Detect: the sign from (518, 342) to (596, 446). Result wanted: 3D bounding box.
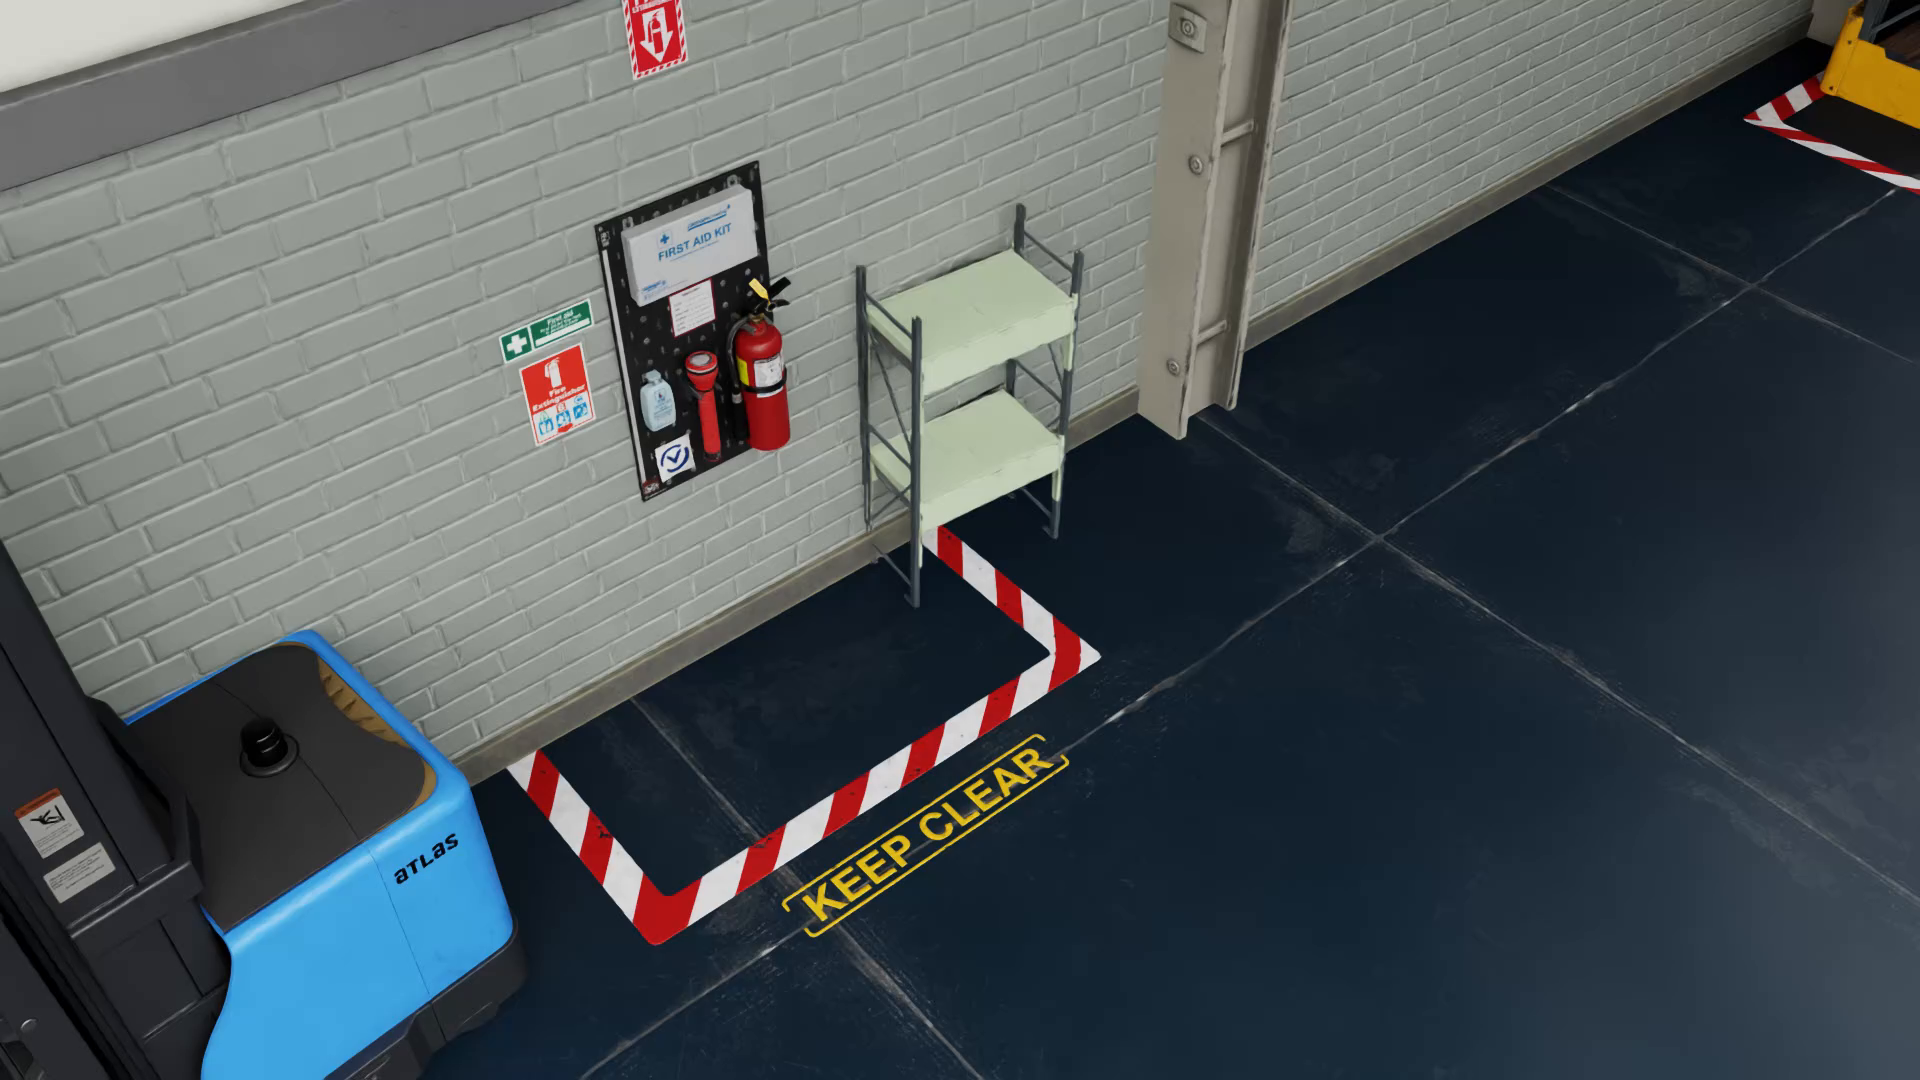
[{"bbox_3d":[-1.340,-0.484,5.548,0.234,0.329,0.001,-30,51,-28],"label":"sign"}]

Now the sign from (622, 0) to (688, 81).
[{"bbox_3d":[-0.920,-1.553,5.020,0.199,0.298,0.001,-30,51,-28],"label":"sign"}]

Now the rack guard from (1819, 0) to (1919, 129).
[{"bbox_3d":[5.749,-2.721,9.782,0.348,0.500,1.175,-30,51,-28],"label":"rack guard"}]

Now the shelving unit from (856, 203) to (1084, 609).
[{"bbox_3d":[0.023,-0.507,6.687,0.755,1.500,0.431,-26,51,-25],"label":"shelving unit"}]

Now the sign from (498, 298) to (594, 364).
[{"bbox_3d":[-1.331,-0.674,5.364,0.331,0.109,0.001,-30,51,-28],"label":"sign"}]

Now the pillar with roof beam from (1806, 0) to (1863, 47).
[{"bbox_3d":[8.435,-4.287,5.241,0.400,9.000,9.100,-30,51,-28],"label":"pillar with roof beam"}]

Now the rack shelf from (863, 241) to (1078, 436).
[{"bbox_3d":[0.032,-0.783,6.411,0.720,0.370,0.431,-26,51,-25],"label":"rack shelf"}]

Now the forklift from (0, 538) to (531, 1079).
[{"bbox_3d":[-2.835,0.927,4.122,1.130,2.935,3.031,34,53,31],"label":"forklift"}]

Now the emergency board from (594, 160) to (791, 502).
[{"bbox_3d":[-0.850,-0.660,5.761,0.643,1.169,0.194,-30,51,-28],"label":"emergency board"}]

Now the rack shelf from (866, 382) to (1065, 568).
[{"bbox_3d":[0.015,-0.277,6.917,0.720,0.370,0.431,-26,51,-25],"label":"rack shelf"}]

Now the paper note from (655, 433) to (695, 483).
[{"bbox_3d":[-1.030,-0.297,6.019,0.142,0.148,0.016,-30,51,-28],"label":"paper note"}]

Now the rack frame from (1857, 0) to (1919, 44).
[{"bbox_3d":[5.691,-3.599,8.891,0.127,3.000,1.000,-30,51,-28],"label":"rack frame"}]

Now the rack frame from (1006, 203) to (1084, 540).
[{"bbox_3d":[0.322,-0.651,6.841,0.023,1.500,0.400,-26,51,-25],"label":"rack frame"}]

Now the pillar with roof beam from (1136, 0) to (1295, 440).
[{"bbox_3d":[3.832,-1.651,2.435,0.400,9.000,9.100,-30,51,-28],"label":"pillar with roof beam"}]

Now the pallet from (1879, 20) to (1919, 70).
[{"bbox_3d":[6.395,-2.954,10.241,1.213,0.211,1.003,-30,51,-28],"label":"pallet"}]

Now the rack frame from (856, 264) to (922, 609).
[{"bbox_3d":[-0.276,-0.363,6.532,0.023,1.500,0.400,-26,51,-25],"label":"rack frame"}]
